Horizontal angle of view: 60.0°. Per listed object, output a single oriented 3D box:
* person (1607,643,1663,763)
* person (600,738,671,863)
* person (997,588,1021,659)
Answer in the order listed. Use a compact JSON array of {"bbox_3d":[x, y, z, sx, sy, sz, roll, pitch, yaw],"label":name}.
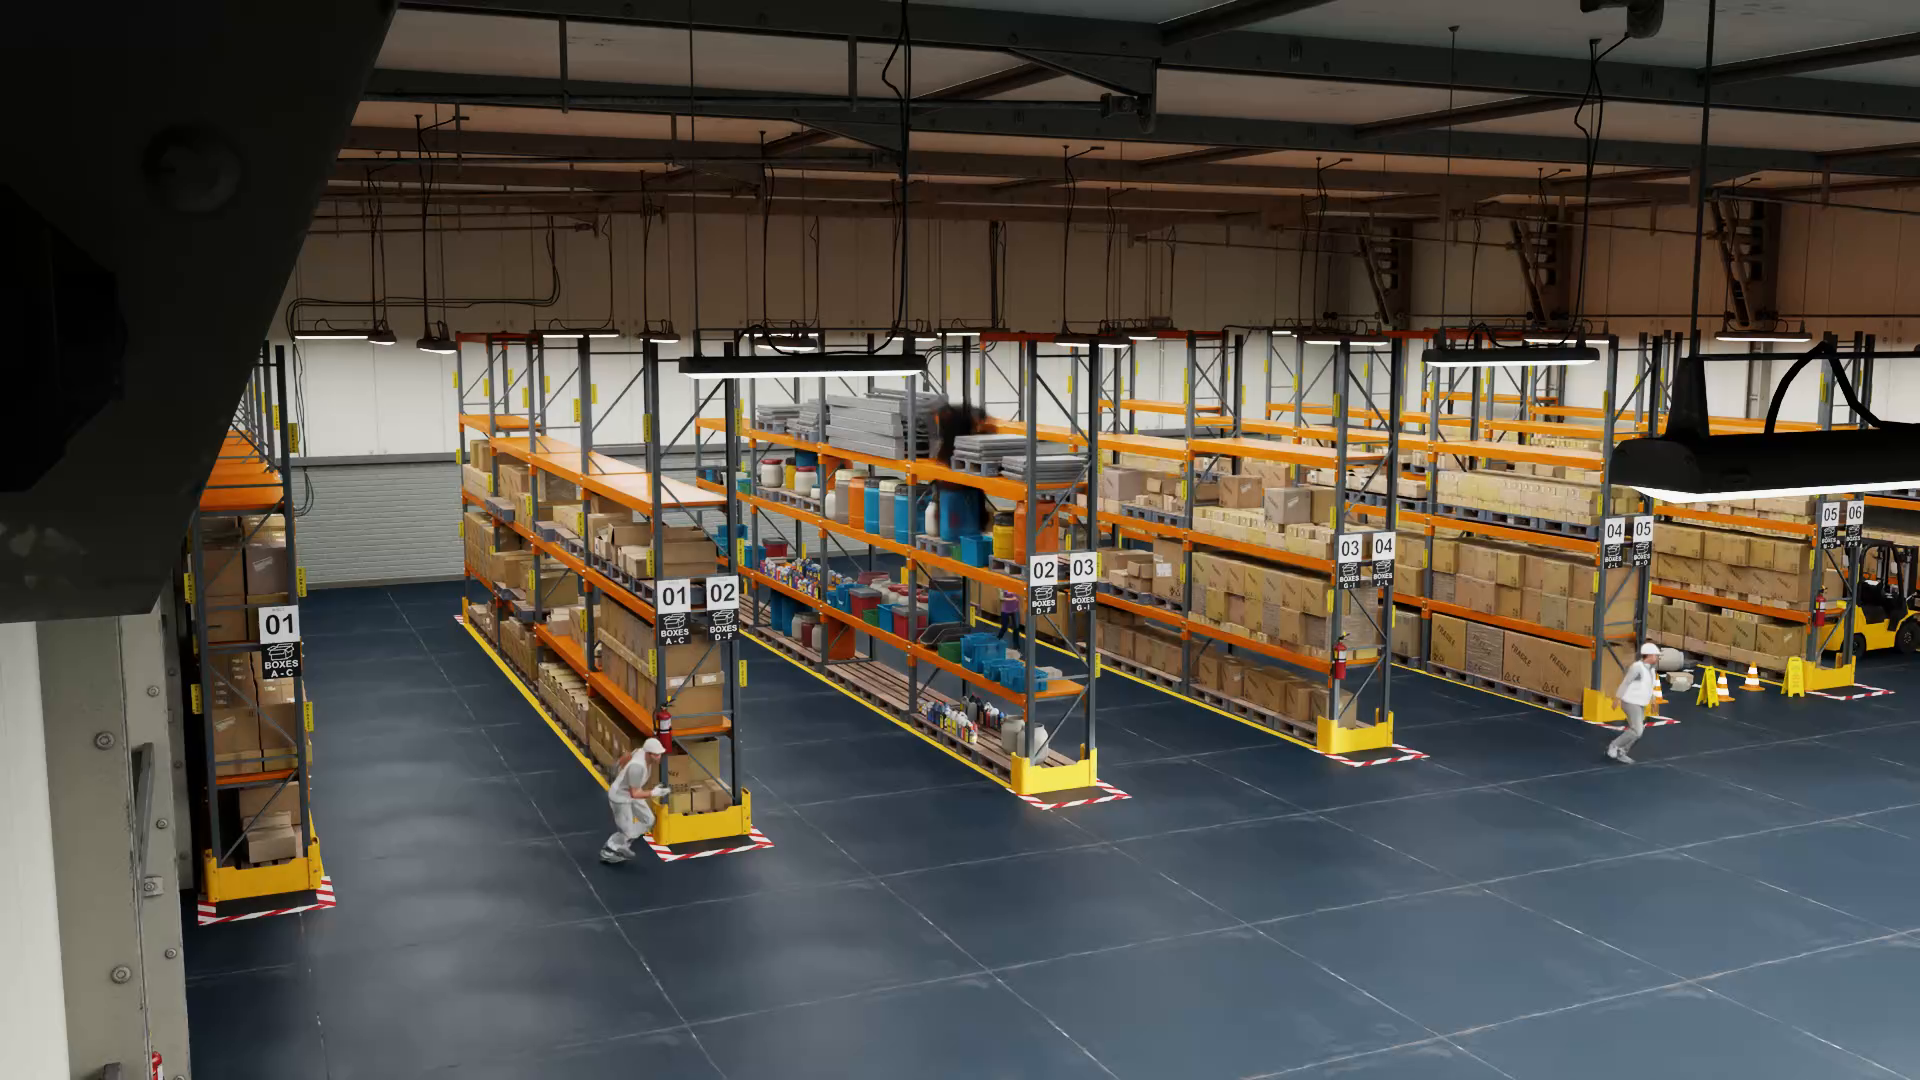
[{"bbox_3d":[9.578,2.316,23.588,0.599,1.748,0.692,7,10,43],"label":"person"},{"bbox_3d":[-3.727,2.996,19.128,0.978,1.538,0.721,1,8,10],"label":"person"},{"bbox_3d":[0.916,1.457,31.021,0.525,1.406,0.817,-3,8,-23],"label":"person"}]
